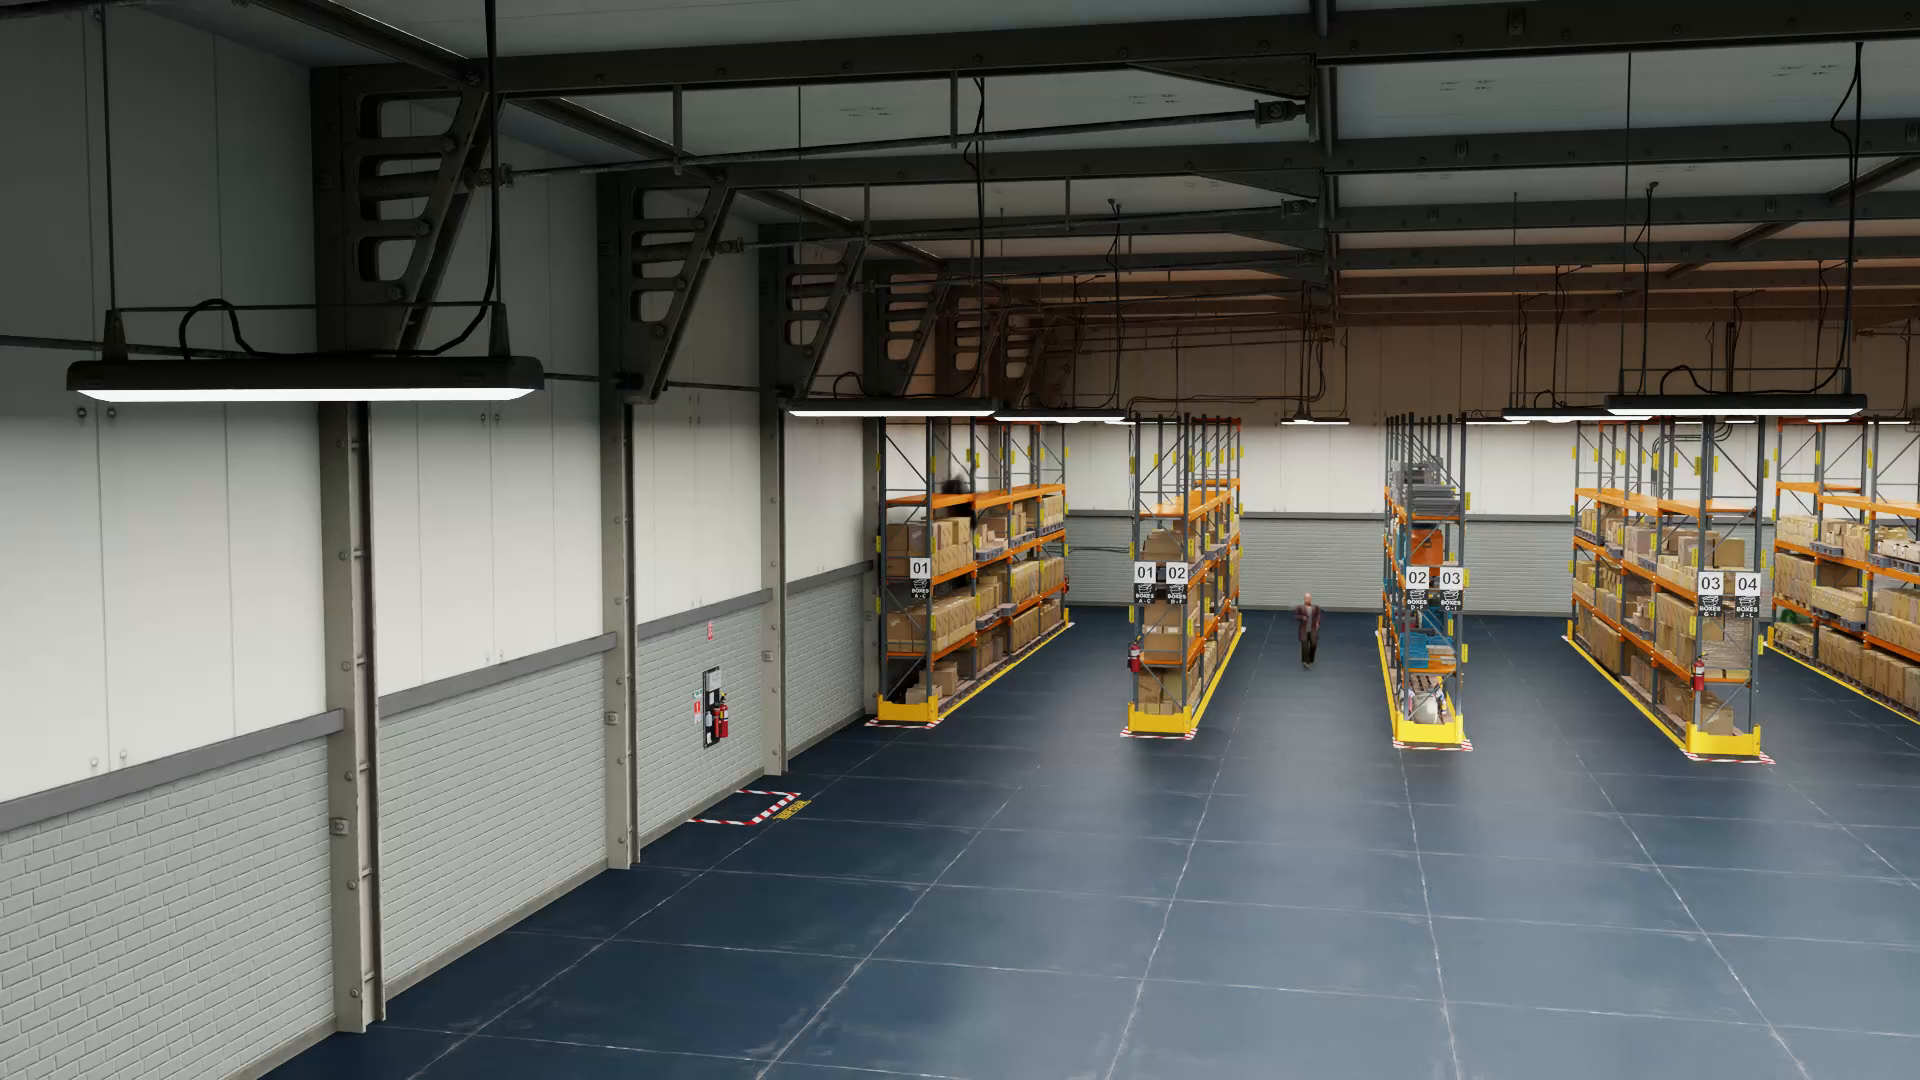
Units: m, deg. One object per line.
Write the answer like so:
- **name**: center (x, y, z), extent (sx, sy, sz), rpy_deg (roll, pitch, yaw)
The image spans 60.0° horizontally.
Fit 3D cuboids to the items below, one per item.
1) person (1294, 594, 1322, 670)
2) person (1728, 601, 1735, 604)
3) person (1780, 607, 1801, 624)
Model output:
- **person**: center (8.252, 2.182, 39.395), extent (0.688, 1.814, 0.754), rpy_deg (0, 4, 3)
- **person**: center (19.708, 2.011, 42.473), extent (0.723, 1.664, 0.580), rpy_deg (1, 4, 14)
- **person**: center (22.285, 1.794, 44.579), extent (0.981, 1.768, 0.674), rpy_deg (1, 4, 9)
